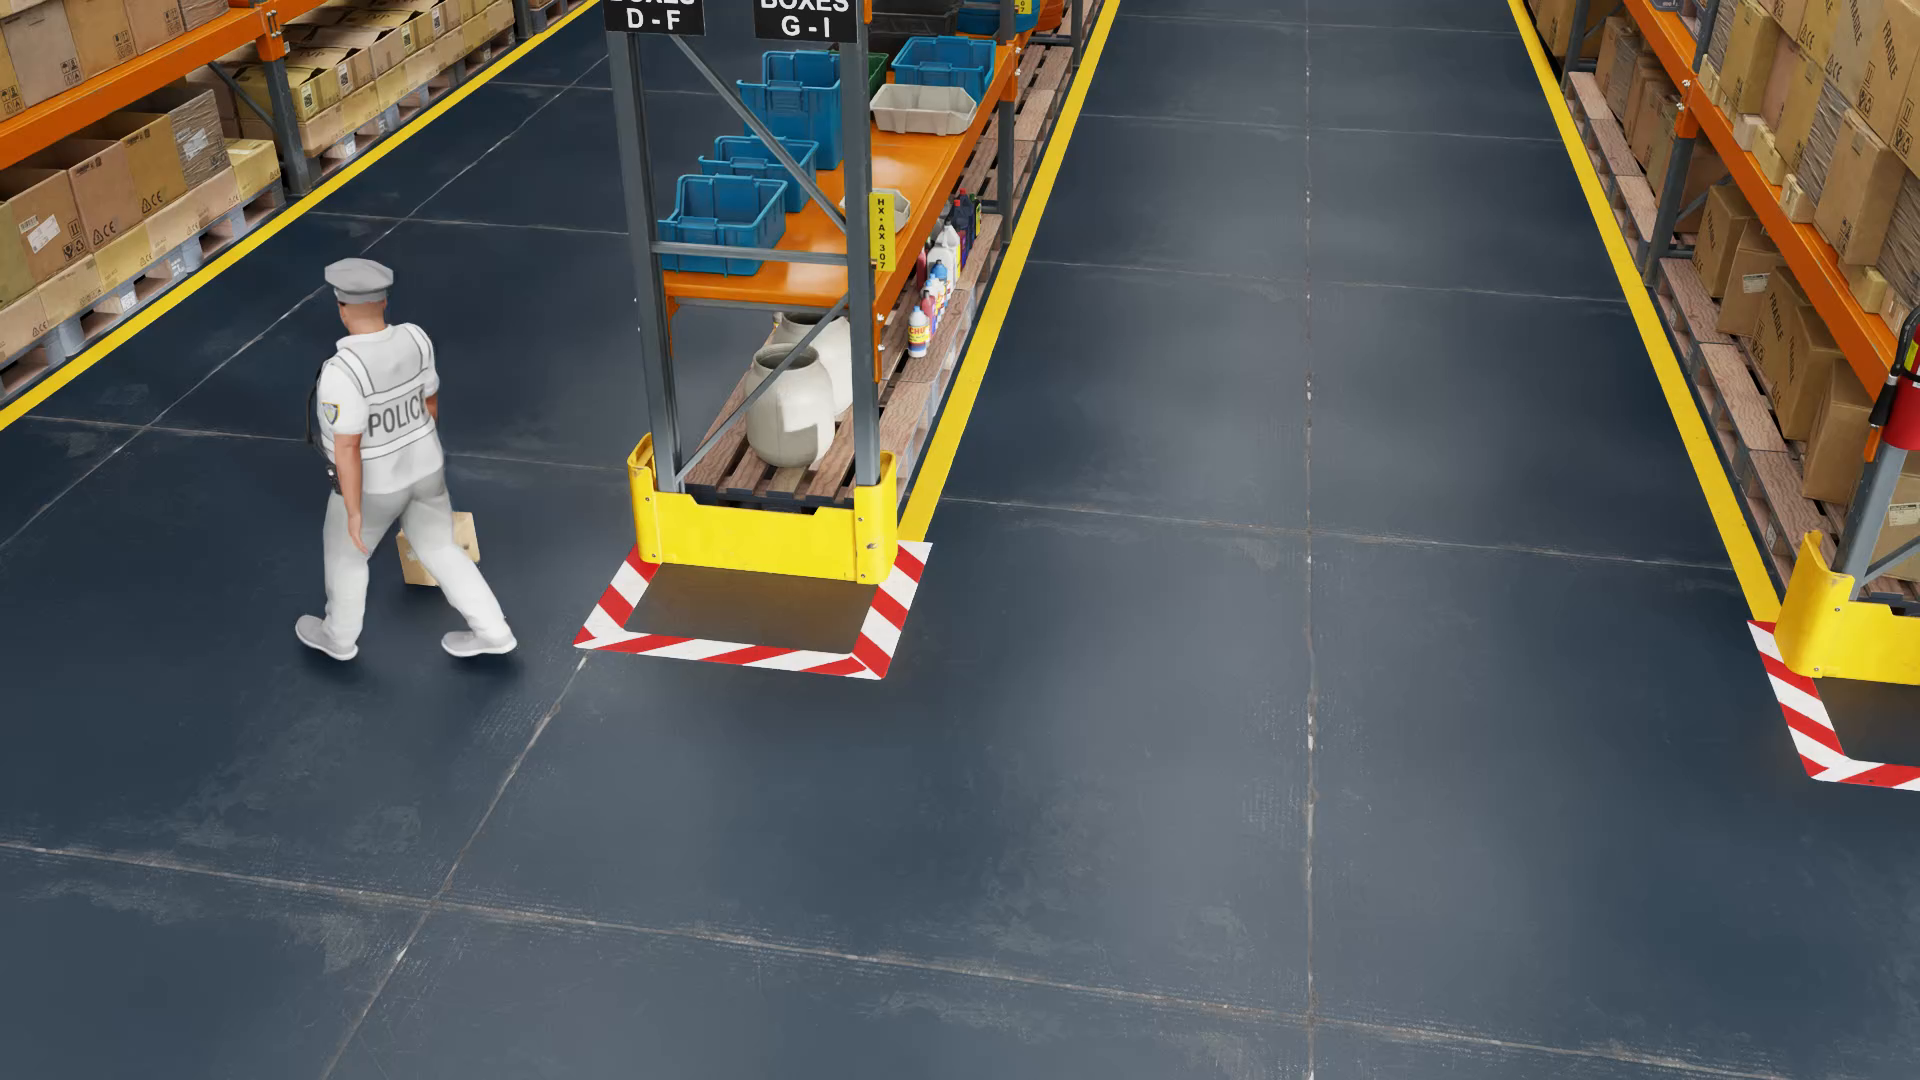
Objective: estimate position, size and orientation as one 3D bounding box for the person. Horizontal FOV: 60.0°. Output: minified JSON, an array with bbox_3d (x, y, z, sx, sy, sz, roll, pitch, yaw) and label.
[{"bbox_3d":[-2.318,-0.283,6.595,0.903,1.699,0.601,19,37,27],"label":"person"}]
